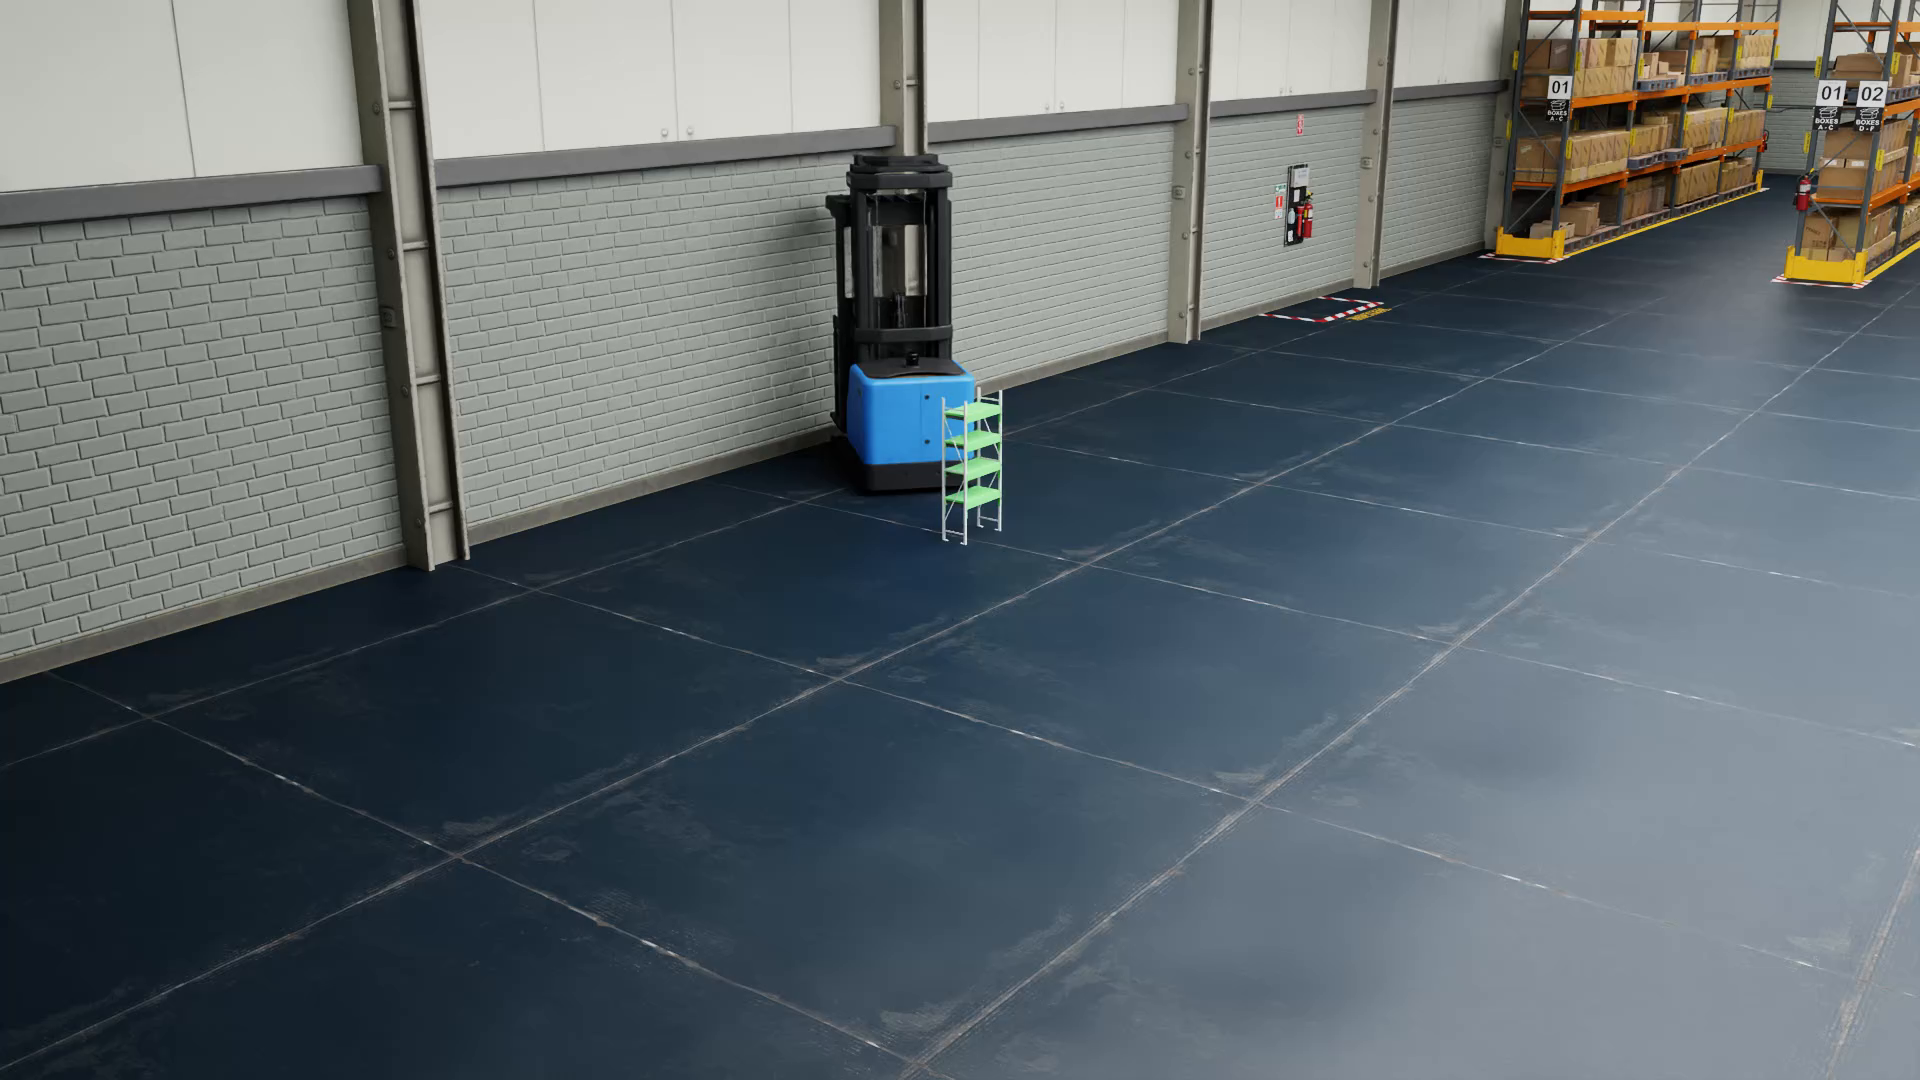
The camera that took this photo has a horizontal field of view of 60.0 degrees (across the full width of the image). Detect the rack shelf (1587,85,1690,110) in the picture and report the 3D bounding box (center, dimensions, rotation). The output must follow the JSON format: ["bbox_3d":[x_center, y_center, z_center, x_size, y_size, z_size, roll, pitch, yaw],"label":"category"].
[{"bbox_3d":[14.008,-9.179,34.399,1.077,0.370,4.000,12,21,35],"label":"rack shelf"}]

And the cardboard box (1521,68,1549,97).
[{"bbox_3d":[10.478,-8.295,30.136,0.500,0.500,0.500,14,22,39],"label":"cardboard box"}]

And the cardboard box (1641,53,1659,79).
[{"bbox_3d":[13.941,-9.704,34.001,0.500,0.500,0.500,12,21,33],"label":"cardboard box"}]

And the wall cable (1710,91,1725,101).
[{"bbox_3d":[19.970,-11.429,43.776,0.084,1.984,1.851,12,21,35],"label":"wall cable"}]

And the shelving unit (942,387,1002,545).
[{"bbox_3d":[0.099,-0.612,13.693,0.258,1.200,0.503,12,21,35],"label":"shelving unit"}]

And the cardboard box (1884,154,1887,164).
[{"bbox_3d":[15.586,-6.506,28.375,0.380,0.149,0.250,12,21,34],"label":"cardboard box"}]

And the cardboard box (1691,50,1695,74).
[{"bbox_3d":[15.716,-10.518,36.587,0.700,0.500,0.500,11,20,32],"label":"cardboard box"}]

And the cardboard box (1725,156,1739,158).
[{"bbox_3d":[19.543,-9.669,42.235,0.380,0.149,0.250,13,21,35],"label":"cardboard box"}]

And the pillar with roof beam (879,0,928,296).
[{"bbox_3d":[2.888,-4.797,14.019,9.100,9.000,0.400,12,21,35],"label":"pillar with roof beam"}]

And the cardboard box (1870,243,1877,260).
[{"bbox_3d":[15.505,-5.001,28.718,0.500,0.250,0.500,12,21,35],"label":"cardboard box"}]

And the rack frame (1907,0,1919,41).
[{"bbox_3d":[19.180,-10.557,32.565,1.000,3.000,0.127,12,21,35],"label":"rack frame"}]

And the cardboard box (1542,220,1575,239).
[{"bbox_3d":[11.257,-5.872,31.385,0.500,0.311,0.500,15,22,39],"label":"cardboard box"}]

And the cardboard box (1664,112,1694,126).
[{"bbox_3d":[15.694,-9.193,36.321,0.500,0.250,0.500,13,22,36],"label":"cardboard box"}]

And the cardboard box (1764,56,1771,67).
[{"bbox_3d":[19.743,-11.860,41.194,0.500,0.250,0.500,13,22,36],"label":"cardboard box"}]

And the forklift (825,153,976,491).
[{"bbox_3d":[-0.673,-2.238,16.008,1.130,2.935,3.031,-4,18,-12],"label":"forklift"}]

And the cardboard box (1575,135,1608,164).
[{"bbox_3d":[11.872,-7.380,31.407,0.500,0.500,0.500,13,22,36],"label":"cardboard box"}]

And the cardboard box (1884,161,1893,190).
[{"bbox_3d":[15.926,-6.434,29.237,0.700,0.500,0.500,13,21,35],"label":"cardboard box"}]

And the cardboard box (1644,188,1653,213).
[{"bbox_3d":[14.412,-7.300,35.665,0.700,0.500,0.500,12,21,35],"label":"cardboard box"}]

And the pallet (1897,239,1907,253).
[{"bbox_3d":[17.204,-5.590,31.388,1.003,0.211,1.213,12,21,35],"label":"pallet"}]

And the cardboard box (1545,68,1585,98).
[{"bbox_3d":[10.833,-8.186,29.787,0.500,0.500,0.500,13,22,36],"label":"cardboard box"}]

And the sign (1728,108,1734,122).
[{"bbox_3d":[18.025,-9.941,38.877,0.100,0.325,0.005,12,21,35],"label":"sign"}]

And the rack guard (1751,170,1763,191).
[{"bbox_3d":[19.981,-9.284,42.796,1.175,0.500,0.348,12,21,35],"label":"rack guard"}]

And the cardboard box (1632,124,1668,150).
[{"bbox_3d":[14.616,-8.572,35.380,0.700,0.500,0.500,10,20,30],"label":"cardboard box"}]

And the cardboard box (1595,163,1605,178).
[{"bbox_3d":[11.888,-7.025,31.528,0.500,0.250,0.500,13,21,35],"label":"cardboard box"}]

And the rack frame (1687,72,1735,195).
[{"bbox_3d":[17.583,-9.519,39.339,1.000,3.000,0.127,12,21,35],"label":"rack frame"}]

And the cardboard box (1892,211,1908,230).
[{"bbox_3d":[17.243,-5.949,30.825,0.500,0.311,0.500,13,21,35],"label":"cardboard box"}]

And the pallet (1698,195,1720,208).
[{"bbox_3d":[17.184,-7.990,39.118,1.003,0.211,1.213,12,21,35],"label":"pallet"}]

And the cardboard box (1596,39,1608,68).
[{"bbox_3d":[11.493,-8.912,30.437,0.500,0.500,0.500,13,22,36],"label":"cardboard box"}]

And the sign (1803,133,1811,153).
[{"bbox_3d":[13.986,-6.552,27.432,0.100,0.325,0.005,12,21,35],"label":"sign"}]

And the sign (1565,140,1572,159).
[{"bbox_3d":[10.869,-6.978,29.698,0.100,0.325,0.005,12,21,35],"label":"sign"}]

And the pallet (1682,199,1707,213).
[{"bbox_3d":[16.457,-7.698,38.178,1.003,0.211,1.213,12,21,35],"label":"pallet"}]

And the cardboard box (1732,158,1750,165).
[{"bbox_3d":[19.548,-9.480,41.626,0.380,0.149,0.250,13,22,36],"label":"cardboard box"}]

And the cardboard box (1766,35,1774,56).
[{"bbox_3d":[19.749,-12.216,41.079,0.500,0.500,0.500,12,21,35],"label":"cardboard box"}]

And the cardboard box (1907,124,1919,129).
[{"bbox_3d":[20.743,-8.644,35.646,0.500,0.500,0.700,-16,23,-42],"label":"cardboard box"}]

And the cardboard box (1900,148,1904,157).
[{"bbox_3d":[16.658,-6.935,29.757,0.380,0.149,0.250,12,21,34],"label":"cardboard box"}]

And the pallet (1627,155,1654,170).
[{"bbox_3d":[13.388,-7.678,33.735,1.003,0.211,1.213,12,21,35],"label":"pallet"}]

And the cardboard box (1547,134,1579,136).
[{"bbox_3d":[11.456,-7.469,31.691,0.500,0.500,0.500,13,21,35],"label":"cardboard box"}]

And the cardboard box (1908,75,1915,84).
[{"bbox_3d":[16.298,-7.983,28.816,0.380,0.149,0.250,12,21,35],"label":"cardboard box"}]

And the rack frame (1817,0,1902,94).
[{"bbox_3d":[14.413,-8.651,26.429,1.000,3.000,0.127,12,21,35],"label":"rack frame"}]

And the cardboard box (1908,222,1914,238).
[{"bbox_3d":[17.848,-5.924,31.691,0.500,0.250,0.500,12,21,33],"label":"cardboard box"}]

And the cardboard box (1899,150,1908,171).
[{"bbox_3d":[17.581,-7.092,31.356,0.500,0.500,0.500,14,22,39],"label":"cardboard box"}]

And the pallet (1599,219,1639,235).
[{"bbox_3d":[13.279,-6.468,34.214,1.003,0.211,1.213,12,21,35],"label":"pallet"}]

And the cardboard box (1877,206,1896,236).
[{"bbox_3d":[16.389,-5.718,29.764,0.500,0.500,0.500,12,21,35],"label":"cardboard box"}]

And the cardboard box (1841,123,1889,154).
[{"bbox_3d":[15.342,-6.822,28.297,0.700,0.500,0.500,13,21,35],"label":"cardboard box"}]

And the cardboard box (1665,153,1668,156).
[{"bbox_3d":[15.582,-8.493,36.426,0.380,0.149,0.250,12,21,34],"label":"cardboard box"}]

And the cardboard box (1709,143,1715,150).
[{"bbox_3d":[17.177,-9.087,38.336,0.380,0.149,0.250,12,21,35],"label":"cardboard box"}]

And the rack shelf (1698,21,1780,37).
[{"bbox_3d":[18.775,-12.326,40.149,1.077,0.370,4.000,12,21,35],"label":"rack shelf"}]

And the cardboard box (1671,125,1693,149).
[{"bbox_3d":[15.695,-8.836,36.436,0.500,0.500,0.500,13,22,36],"label":"cardboard box"}]

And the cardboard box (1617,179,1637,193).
[{"bbox_3d":[13.808,-7.396,34.712,0.500,0.250,0.500,12,21,33],"label":"cardboard box"}]
